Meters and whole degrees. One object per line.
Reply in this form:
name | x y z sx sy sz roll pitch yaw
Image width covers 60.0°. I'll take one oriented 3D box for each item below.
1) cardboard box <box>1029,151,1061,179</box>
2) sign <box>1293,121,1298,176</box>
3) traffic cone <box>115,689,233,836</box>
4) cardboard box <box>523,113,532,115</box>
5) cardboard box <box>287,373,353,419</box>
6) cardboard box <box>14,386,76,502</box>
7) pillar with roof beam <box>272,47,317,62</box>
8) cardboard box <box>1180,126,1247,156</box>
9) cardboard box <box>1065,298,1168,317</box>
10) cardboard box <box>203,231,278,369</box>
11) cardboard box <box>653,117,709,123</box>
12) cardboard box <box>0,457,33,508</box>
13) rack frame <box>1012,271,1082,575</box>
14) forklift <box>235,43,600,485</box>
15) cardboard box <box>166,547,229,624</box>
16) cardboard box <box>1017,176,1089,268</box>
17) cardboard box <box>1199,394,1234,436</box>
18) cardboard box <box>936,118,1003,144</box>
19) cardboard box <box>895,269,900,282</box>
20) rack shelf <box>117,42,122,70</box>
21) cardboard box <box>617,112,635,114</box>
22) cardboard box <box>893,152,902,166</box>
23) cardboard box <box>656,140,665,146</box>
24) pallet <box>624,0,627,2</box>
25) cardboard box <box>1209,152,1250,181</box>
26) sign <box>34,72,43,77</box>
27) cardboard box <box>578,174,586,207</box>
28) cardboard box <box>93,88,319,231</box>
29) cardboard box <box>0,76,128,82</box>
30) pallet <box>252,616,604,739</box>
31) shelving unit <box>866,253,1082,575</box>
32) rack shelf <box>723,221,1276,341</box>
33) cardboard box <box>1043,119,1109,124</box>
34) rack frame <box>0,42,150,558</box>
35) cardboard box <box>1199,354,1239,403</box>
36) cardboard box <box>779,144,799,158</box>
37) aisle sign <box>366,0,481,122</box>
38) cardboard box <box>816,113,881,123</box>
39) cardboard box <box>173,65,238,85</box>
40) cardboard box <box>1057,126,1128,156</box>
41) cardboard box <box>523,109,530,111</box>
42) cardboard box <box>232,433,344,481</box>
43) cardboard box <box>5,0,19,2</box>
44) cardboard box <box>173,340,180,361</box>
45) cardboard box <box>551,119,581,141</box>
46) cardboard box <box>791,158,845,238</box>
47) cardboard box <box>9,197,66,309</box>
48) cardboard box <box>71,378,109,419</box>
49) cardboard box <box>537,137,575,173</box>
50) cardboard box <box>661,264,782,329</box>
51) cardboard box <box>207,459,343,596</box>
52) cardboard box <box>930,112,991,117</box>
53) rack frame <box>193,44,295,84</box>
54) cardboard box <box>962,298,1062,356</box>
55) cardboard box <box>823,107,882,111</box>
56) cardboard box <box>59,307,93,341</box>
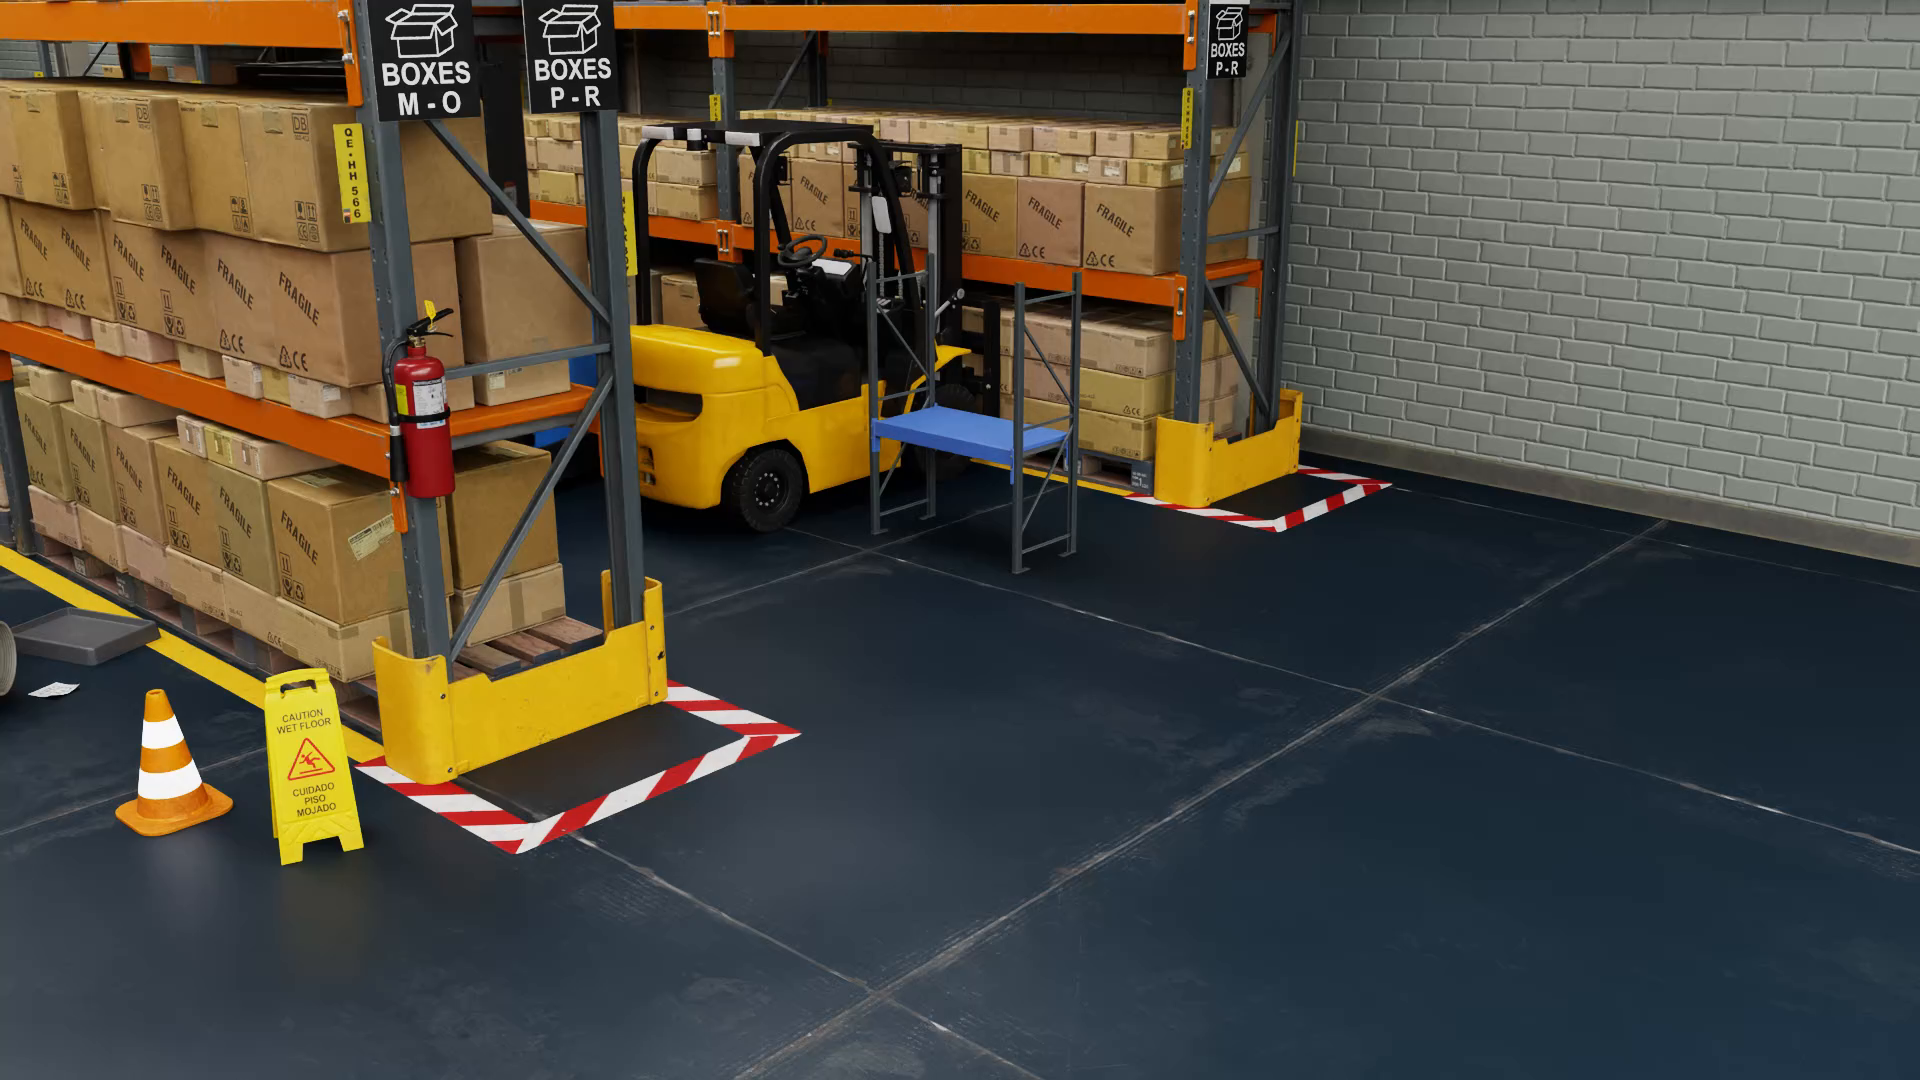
cardboard box | 0.638 -2.306 10.180 0.250 0.149 0.380 15 23 39
sign | 1.998 -2.354 10.010 0.005 0.325 0.100 15 23 39
traffic cone | -2.845 0.759 5.956 0.334 0.463 0.336 15 23 39
cardboard box | -3.702 -3.463 13.829 0.250 0.149 0.380 15 23 40
cardboard box | -2.352 -0.589 6.423 0.250 0.149 0.380 15 23 39
cardboard box | -4.397 -0.527 8.424 0.500 0.500 0.500 16 24 42
pillar with roof beam | -10.130 -6.418 14.459 0.400 9.000 9.100 15 23 39
cardboard box | 1.516 -2.394 9.967 0.250 0.149 0.380 14 23 38
cardboard box | 1.015 -1.385 10.714 0.500 0.250 0.500 15 23 39
cardboard box | -2.627 -0.994 6.627 0.500 0.500 0.500 15 23 39
cardboard box | -2.213 -3.277 13.242 0.250 0.149 0.380 15 23 39
cardboard box | -5.053 -0.511 9.414 0.625 0.372 0.950 15 23 40
rack frame | 0.444 -0.596 8.509 0.032 1.500 0.500 15 23 39
forklift | -3.130 -1.566 9.202 1.130 2.935 3.031 7 19 21
cardboard box | -3.227 0.143 7.552 0.500 0.250 0.500 14 22 37
cardboard box | 0.701 -1.973 10.205 0.500 0.500 0.500 16 24 41
cardboard box | 1.388 -0.812 10.563 0.500 0.250 0.500 15 23 39
cardboard box | 0.066 -2.609 10.645 0.250 0.149 0.380 15 23 40
cardboard box | -0.481 -1.796 12.009 0.500 0.250 0.500 15 23 38
rack shelf | -6.154 -2.947 9.671 4.000 0.370 1.077 15 23 39
cardboard box | -2.942 -3.495 13.929 0.250 0.149 0.380 15 23 38
cardboard box | -0.365 -2.553 10.959 0.250 0.149 0.380 14 22 38
cardboard box | -2.123 -3.067 12.579 0.250 0.149 0.380 15 23 39
pallet | -2.953 -4.386 13.326 1.213 0.211 1.003 16 24 42
cardboard box | 1.544 -2.263 10.047 0.250 0.149 0.380 14 23 38
sign | -10.702 -5.282 19.366 0.005 0.325 0.100 15 23 39
cardboard box | -2.648 -2.760 13.097 0.500 0.250 0.500 15 23 40
cardboard box | -3.017 -1.558 6.751 0.500 0.500 0.700 15 23 39
cardboard box | -4.473 -1.988 8.106 0.500 0.500 0.700 15 23 39
pallet | -2.308 0.487 7.229 1.213 0.211 1.003 15 23 39
shelving unit | 0.064 -0.698 8.831 1.048 1.500 0.538 15 23 39
rack shelf | 0.129 -1.838 11.135 4.000 0.370 1.077 15 23 39
cardboard box | 0.747 -2.604 10.630 0.250 0.149 0.380 16 24 41
rack frame | -4.659 -1.459 8.750 0.127 3.000 1.000 15 23 39
cardboard box | 1.411 -1.049 10.483 0.500 0.250 0.500 16 23 40
cardboard box | -1.108 -2.765 11.626 0.250 0.149 0.380 16 23 41
aisle sign | -1.813 -1.817 5.581 0.004 0.787 0.394 15 23 39
cardboard box | -0.749 -2.794 11.228 0.250 0.149 0.380 16 23 40
cardboard box | -8.287 -4.976 18.349 0.500 0.500 0.500 14 23 38
cardboard box | 0.799 -2.391 9.959 0.250 0.149 0.380 16 23 40
cardboard box | -3.711 -3.696 14.561 0.250 0.149 0.380 16 23 41
cardboard box | -2.758 -0.372 6.866 0.250 0.149 0.380 16 24 41
cardboard box | -4.171 -2.561 7.679 0.250 0.149 0.380 15 23 39
cardboard box | -3.219 -0.874 7.323 0.250 0.149 0.380 15 23 39
cardboard box | -2.995 -3.244 13.136 0.250 0.149 0.380 14 23 38
cardboard box | -0.808 -2.381 11.492 0.500 0.500 0.500 16 23 40
cardboard box | -4.124 -1.402 7.912 0.500 0.500 0.500 15 23 39
cardboard box | -3.957 -0.694 7.880 0.250 0.149 0.380 16 24 41
cardboard box | -3.037 -3.102 13.347 0.500 0.250 0.500 15 23 40
cardboard box | -1.764 -1.753 12.909 0.625 0.625 0.875 16 24 42
cardboard box | -2.832 -0.109 7.107 0.500 0.500 0.500 16 24 41
cardboard box | 0.009 -2.821 11.313 0.250 0.149 0.380 15 23 39
rack frame | -7.350 -4.189 17.353 0.127 3.000 1.000 15 23 39
cardboard box | 0.304 -1.368 10.662 0.500 0.250 0.500 15 23 40
cardboard box | -0.767 -3.026 11.958 0.250 0.149 0.380 14 23 38
cardboard box | -4.032 -1.061 7.910 0.250 0.149 0.380 16 24 41
